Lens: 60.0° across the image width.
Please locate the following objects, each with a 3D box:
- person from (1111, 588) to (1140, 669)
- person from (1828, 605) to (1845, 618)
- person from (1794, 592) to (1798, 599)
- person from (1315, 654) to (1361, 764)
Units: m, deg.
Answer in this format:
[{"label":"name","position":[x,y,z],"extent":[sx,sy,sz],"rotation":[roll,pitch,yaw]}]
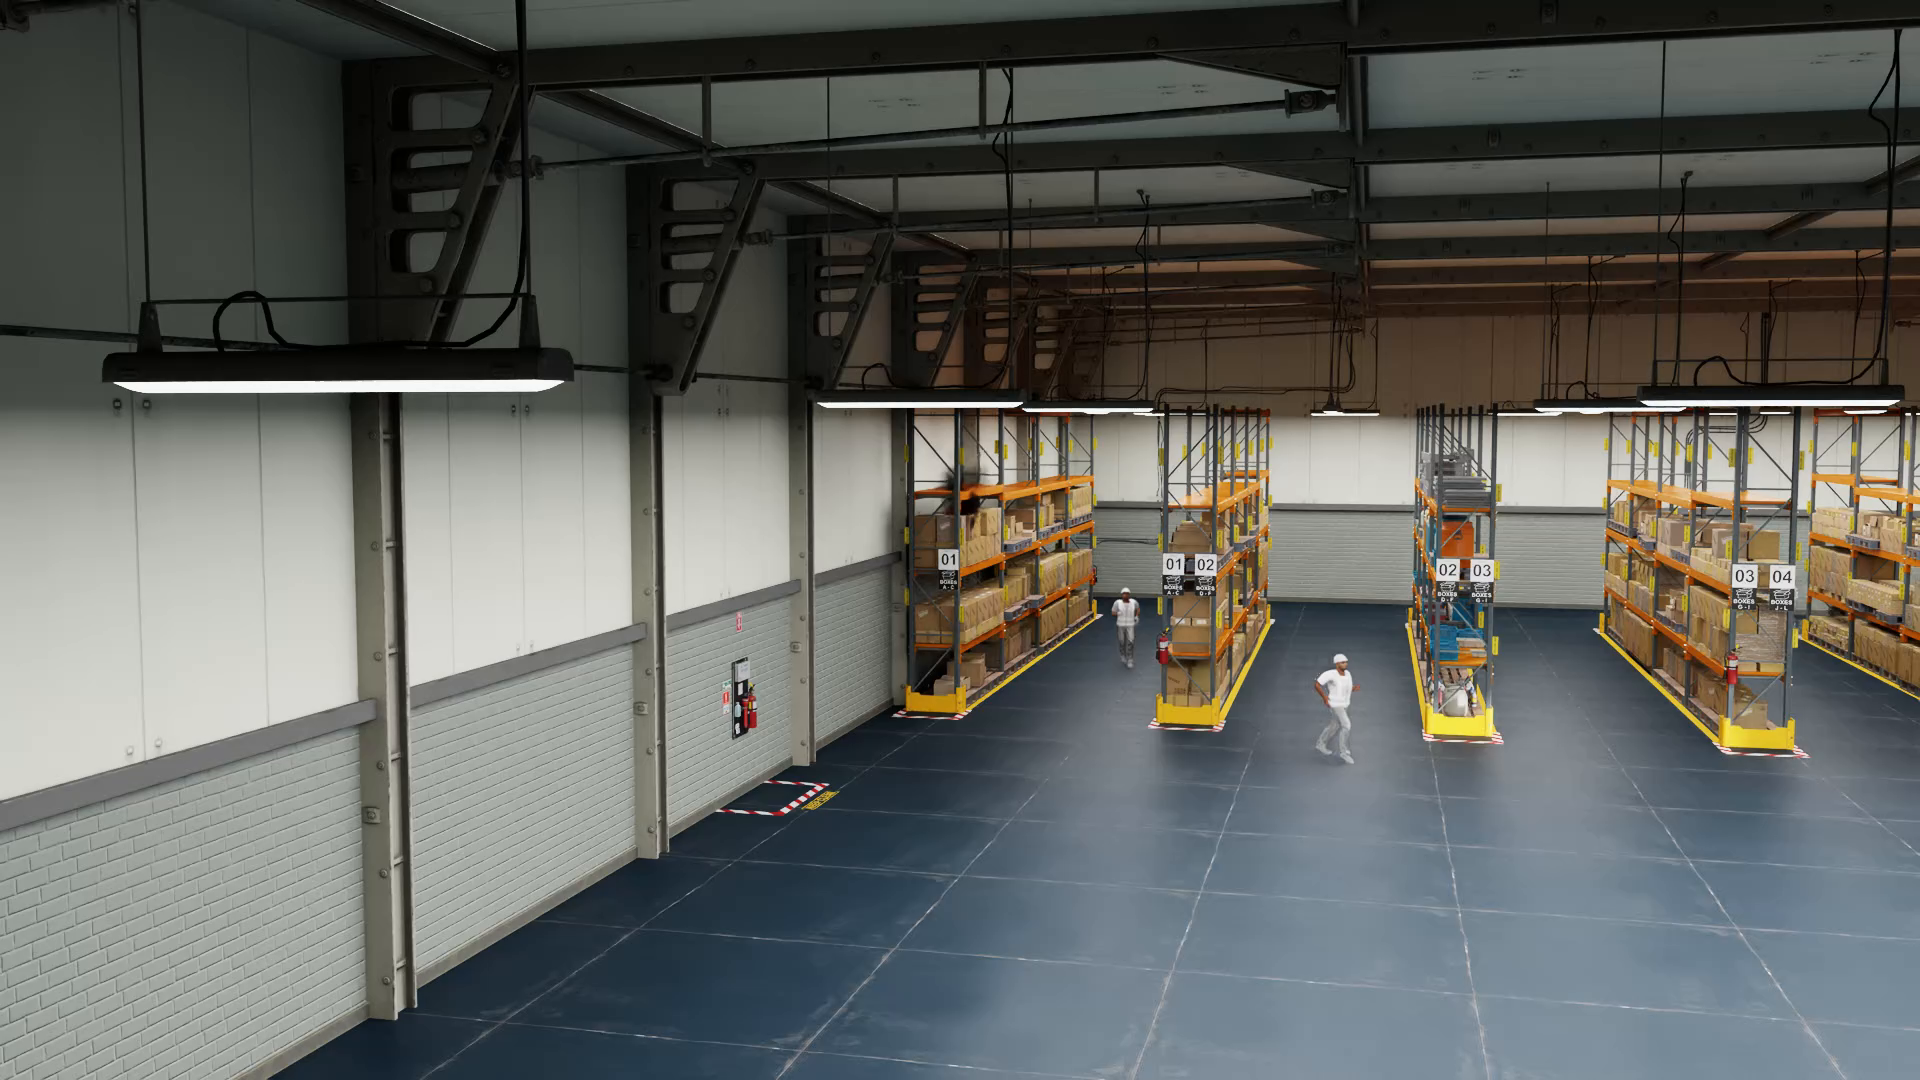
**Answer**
[{"label":"person","position":[3.828,2.013,38.483],"extent":[0.670,1.823,0.863],"rotation":[0,4,3]},{"label":"person","position":[23.434,1.640,44.238],"extent":[0.777,1.724,0.607],"rotation":[-2,5,-29]},{"label":"person","position":[21.890,1.755,44.114],"extent":[0.570,1.538,0.557],"rotation":[-1,4,-9]},{"label":"person","position":[6.355,2.813,27.951],"extent":[0.806,1.828,0.666],"rotation":[4,6,43]}]
